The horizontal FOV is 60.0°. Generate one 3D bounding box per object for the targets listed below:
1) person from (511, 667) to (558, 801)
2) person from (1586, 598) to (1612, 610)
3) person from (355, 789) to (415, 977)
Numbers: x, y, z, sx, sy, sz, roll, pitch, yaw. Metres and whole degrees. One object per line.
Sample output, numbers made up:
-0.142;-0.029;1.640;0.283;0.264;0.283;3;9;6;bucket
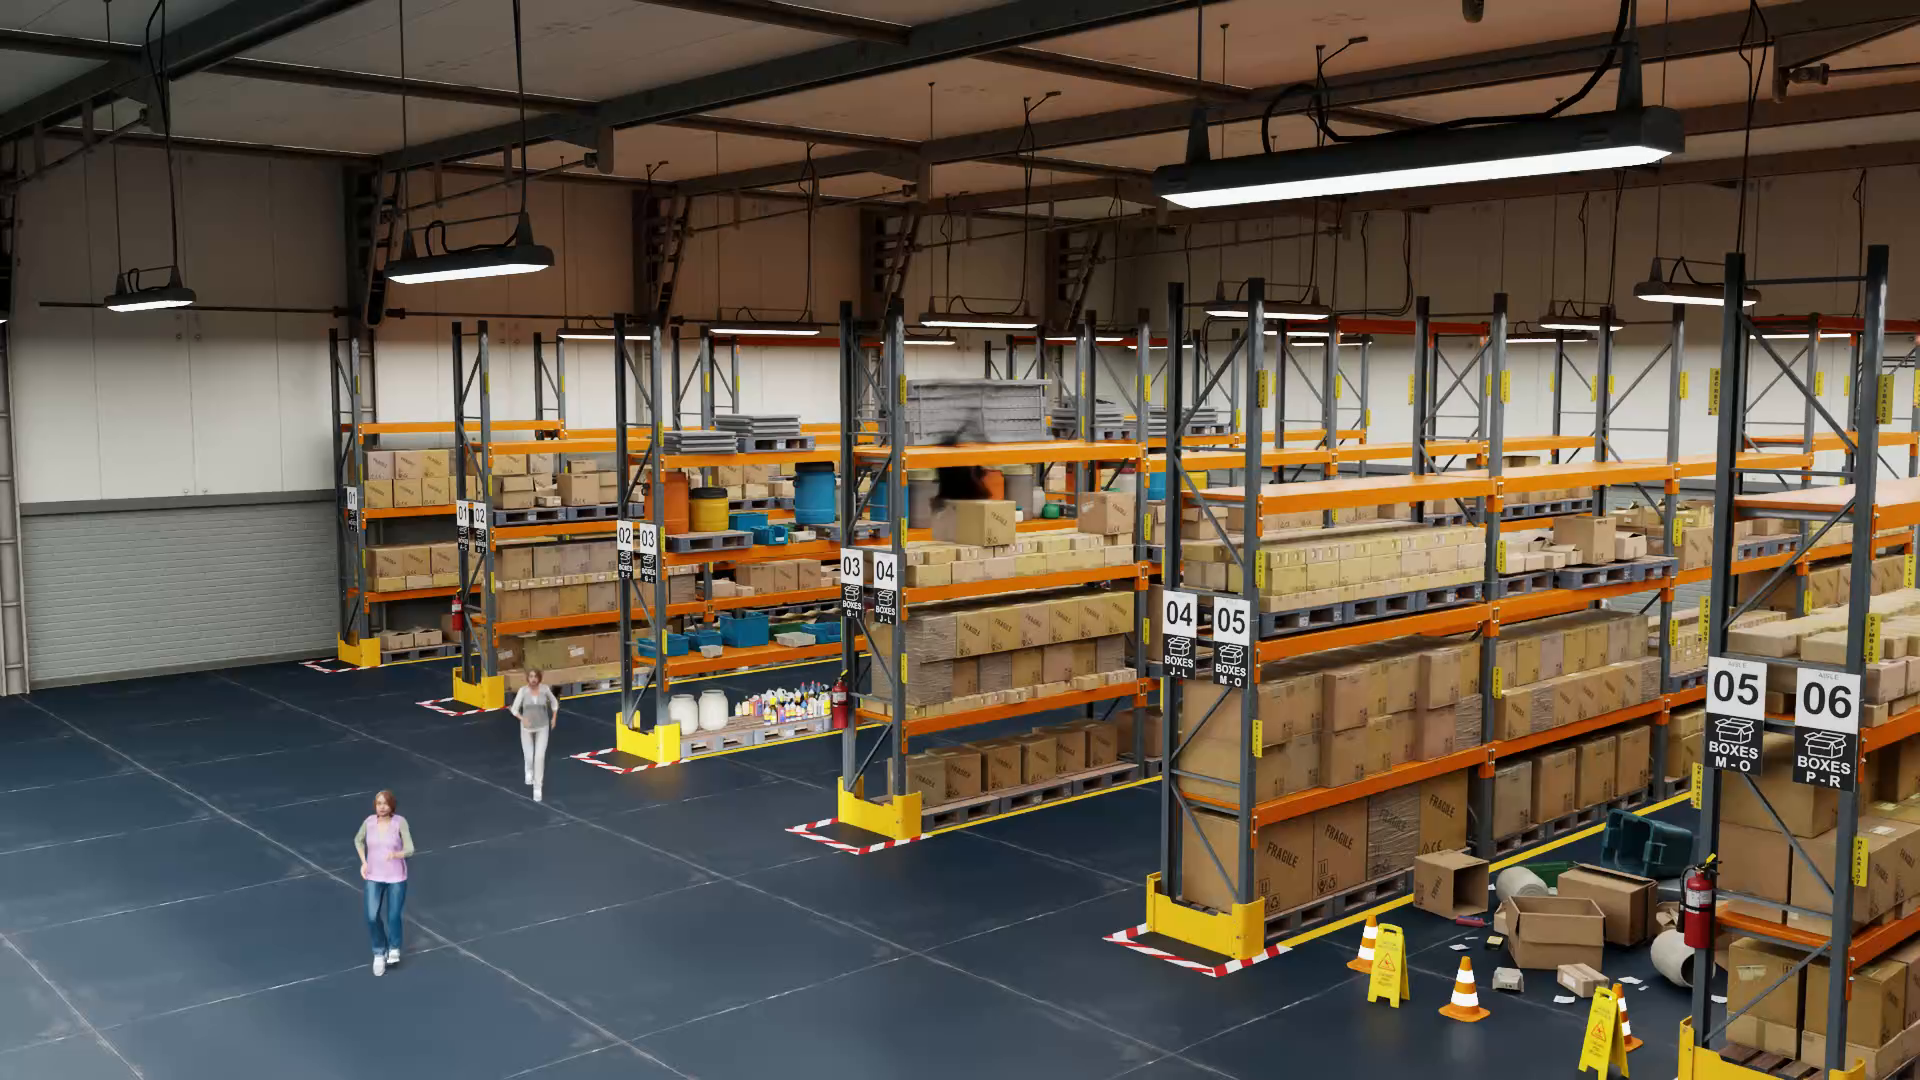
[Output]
-5.238;2.356;20.530;0.566;1.603;0.744;-2;6;-15;person
11.750;1.265;30.782;0.664;1.720;0.573;-2;6;-18;person
-4.972;2.958;14.360;0.518;1.610;0.635;-1;6;-12;person
